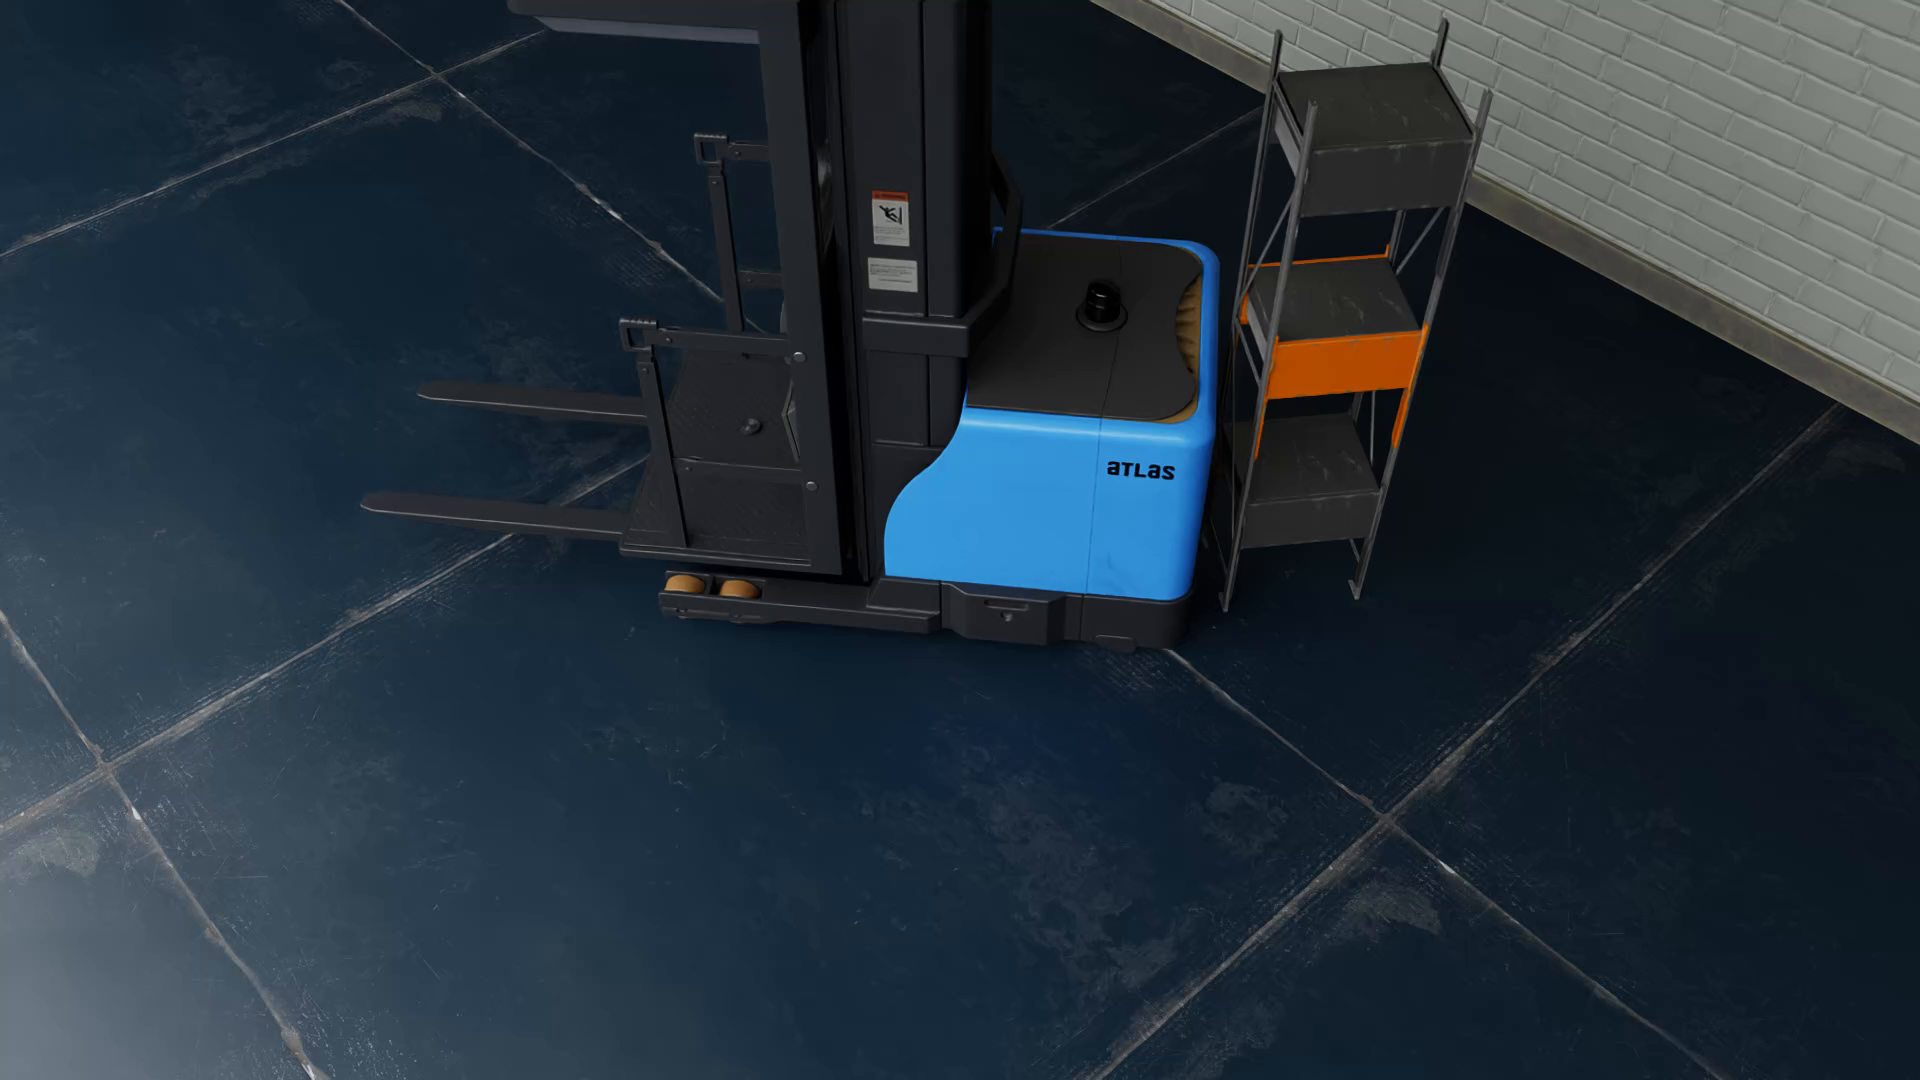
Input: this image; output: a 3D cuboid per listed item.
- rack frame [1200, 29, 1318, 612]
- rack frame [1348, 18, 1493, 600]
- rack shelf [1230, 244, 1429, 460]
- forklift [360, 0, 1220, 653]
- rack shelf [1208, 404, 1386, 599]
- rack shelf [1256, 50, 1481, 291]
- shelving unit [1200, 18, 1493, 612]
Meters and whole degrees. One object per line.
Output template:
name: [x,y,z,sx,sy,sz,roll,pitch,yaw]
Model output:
rack frame: [0.932,-0.596,5.372,0.015,2.100,0.400,-5,48,-5]
rack frame: [1.417,-0.640,5.410,0.015,2.100,0.400,-5,48,-5]
rack shelf: [1.175,-0.609,5.401,0.480,0.518,0.431,-5,48,-5]
forklift: [-0.646,-1.075,5.247,3.031,2.935,1.130,5,48,5]
rack shelf: [1.176,-0.135,5.916,0.480,0.518,0.431,-5,48,-5]
rack shelf: [1.173,-1.084,4.886,0.480,0.518,0.431,-5,48,-5]
shelving unit: [1.175,-0.618,5.391,0.503,2.100,0.431,-5,48,-5]
